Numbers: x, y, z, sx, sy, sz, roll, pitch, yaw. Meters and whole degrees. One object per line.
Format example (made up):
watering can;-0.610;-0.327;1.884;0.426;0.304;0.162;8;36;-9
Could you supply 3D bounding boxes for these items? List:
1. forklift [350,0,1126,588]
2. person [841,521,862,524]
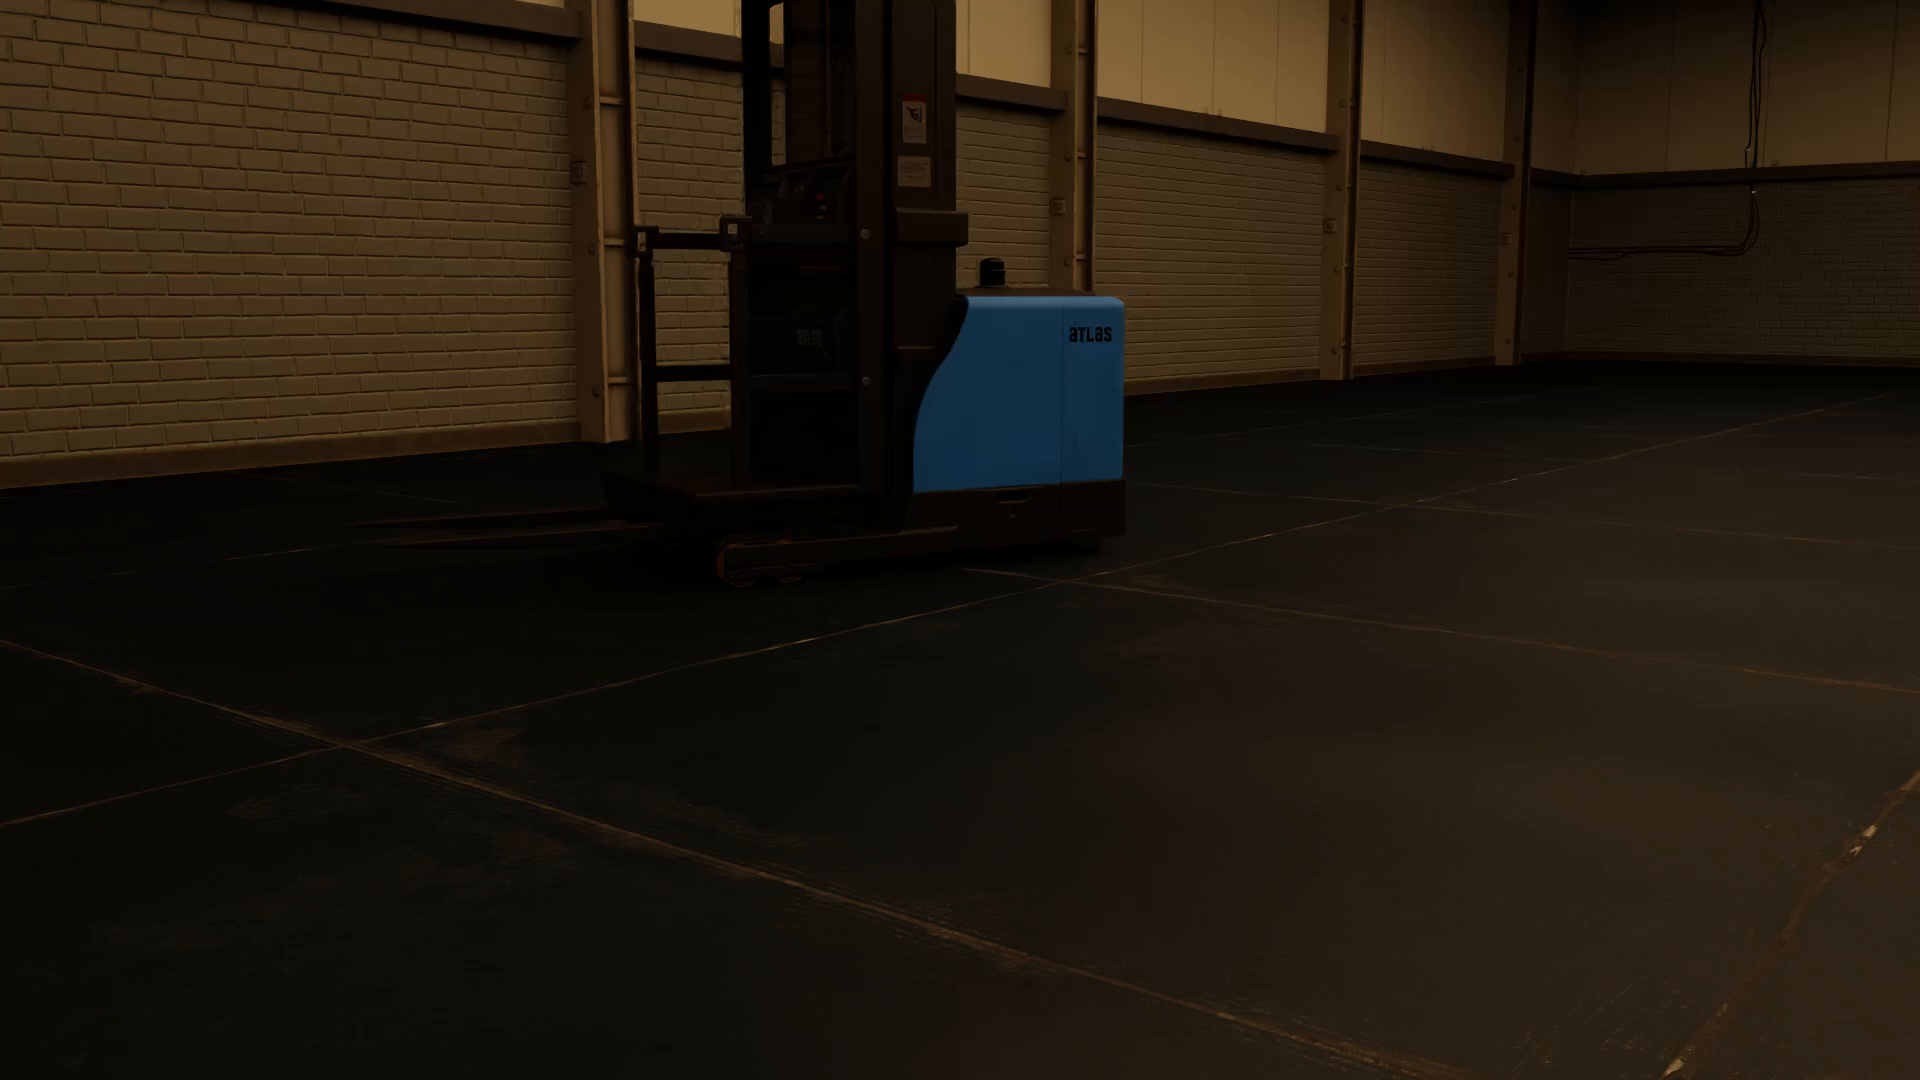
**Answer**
forklift;-0.829;-1.360;6.574;3.031;2.935;1.130;-5;10;-30
person;-0.585;-0.842;8.011;0.359;1.572;0.689;-6;10;-37
